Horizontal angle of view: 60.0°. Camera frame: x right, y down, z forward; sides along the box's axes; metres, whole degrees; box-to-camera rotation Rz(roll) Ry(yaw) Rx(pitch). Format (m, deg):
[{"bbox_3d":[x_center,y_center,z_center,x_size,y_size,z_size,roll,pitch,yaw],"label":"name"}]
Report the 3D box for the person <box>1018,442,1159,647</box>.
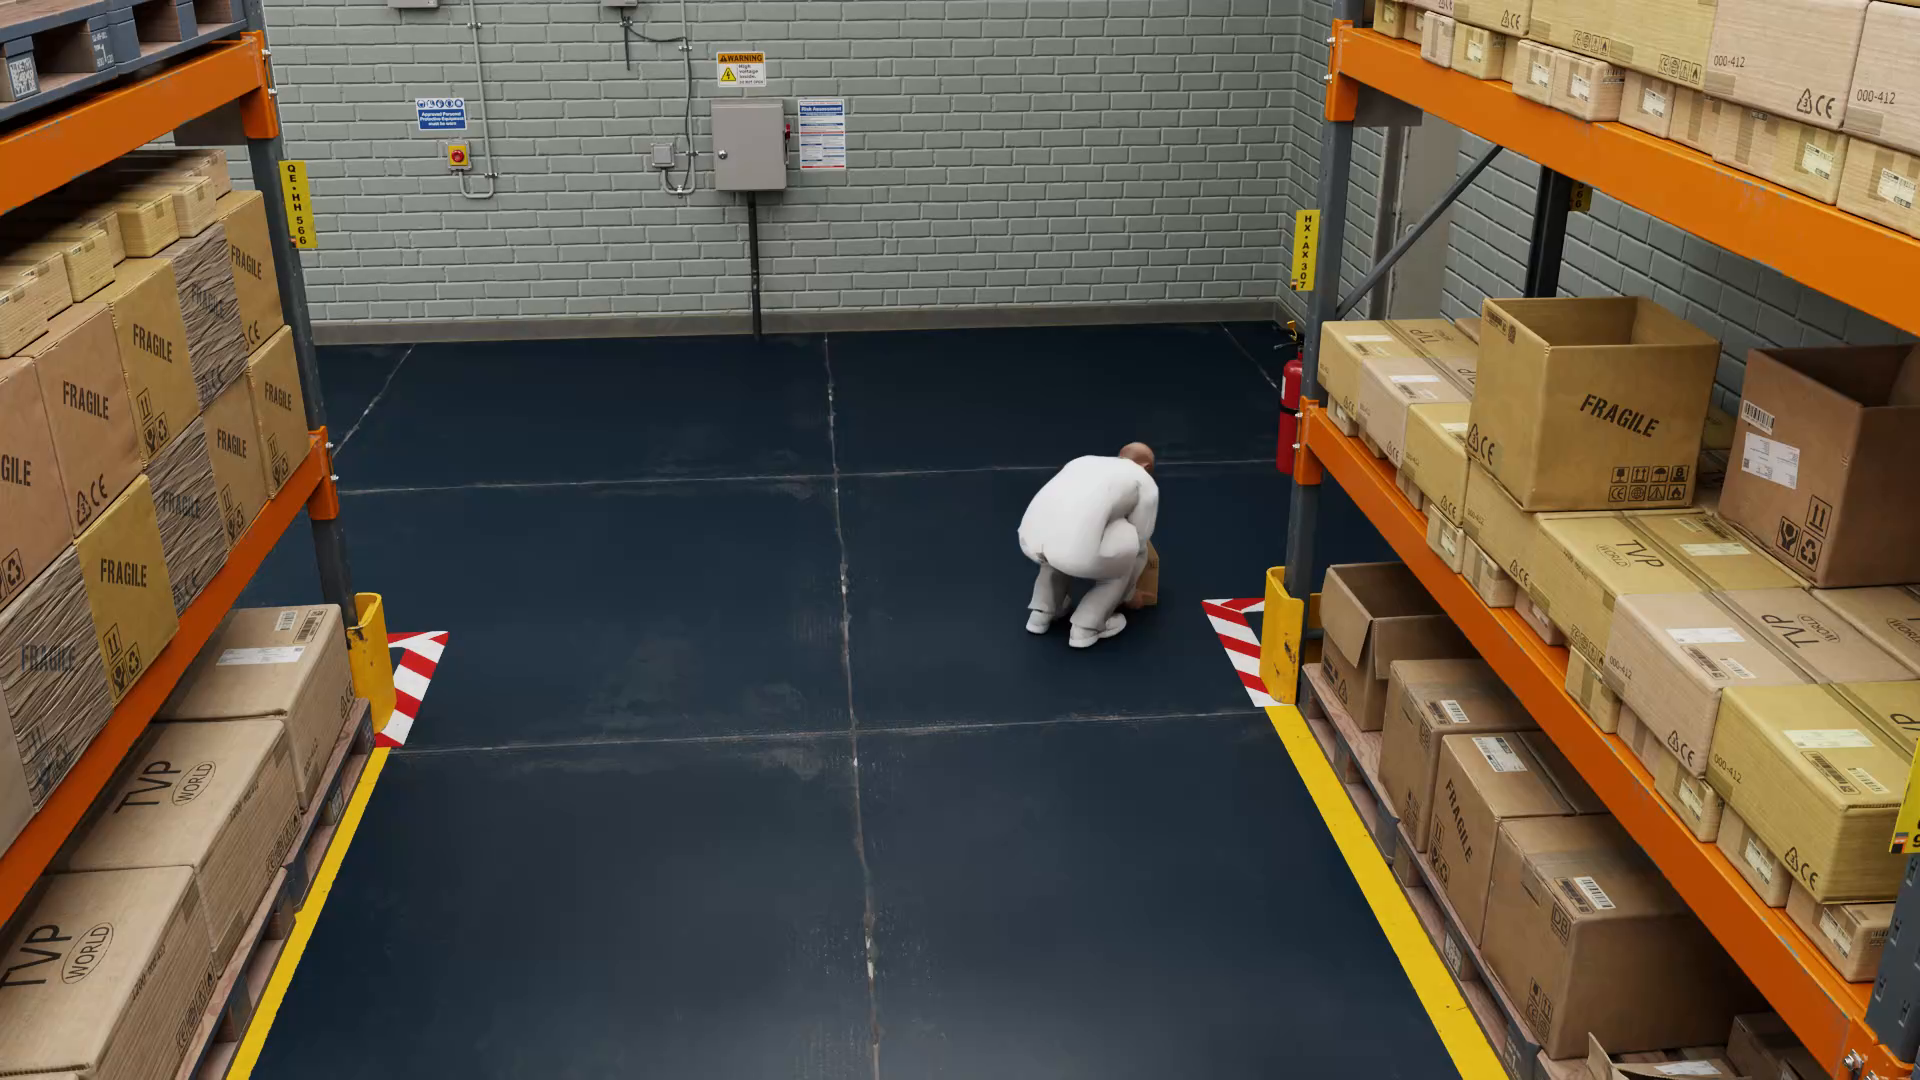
[{"bbox_3d":[0.641,0.014,7.852,0.577,0.811,0.958,17,28,33],"label":"person"}]
